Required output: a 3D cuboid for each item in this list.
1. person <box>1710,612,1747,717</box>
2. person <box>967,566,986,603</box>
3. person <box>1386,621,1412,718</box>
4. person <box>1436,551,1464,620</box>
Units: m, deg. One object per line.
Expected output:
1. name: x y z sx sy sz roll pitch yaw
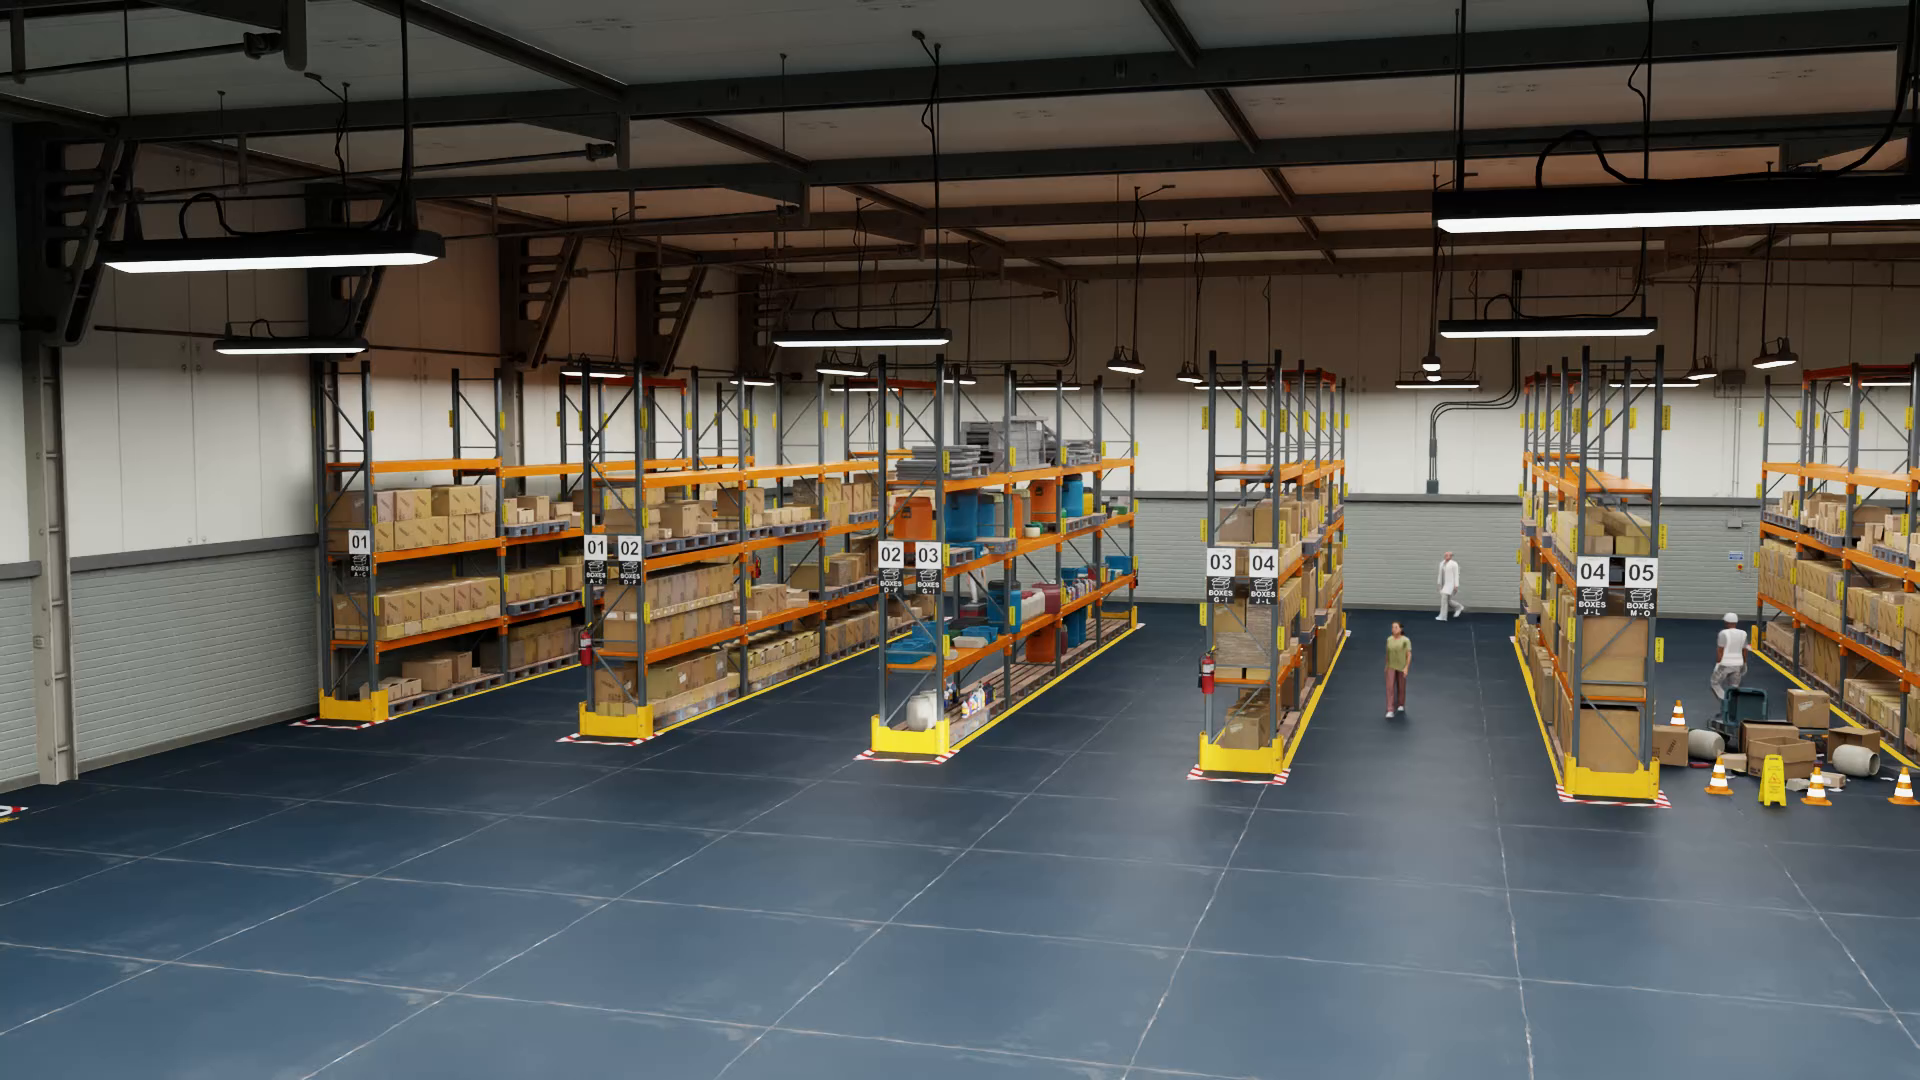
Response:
1. person: 12.957 2.113 27.955 0.609 1.786 0.463 -1 4 -11
2. person: 0.422 1.085 43.302 0.458 1.607 1.084 -1 4 -11
3. person: 7.412 2.173 28.136 0.441 1.599 1.064 1 4 19
4. person: 12.258 1.133 41.721 0.882 1.749 0.584 -2 4 -21
